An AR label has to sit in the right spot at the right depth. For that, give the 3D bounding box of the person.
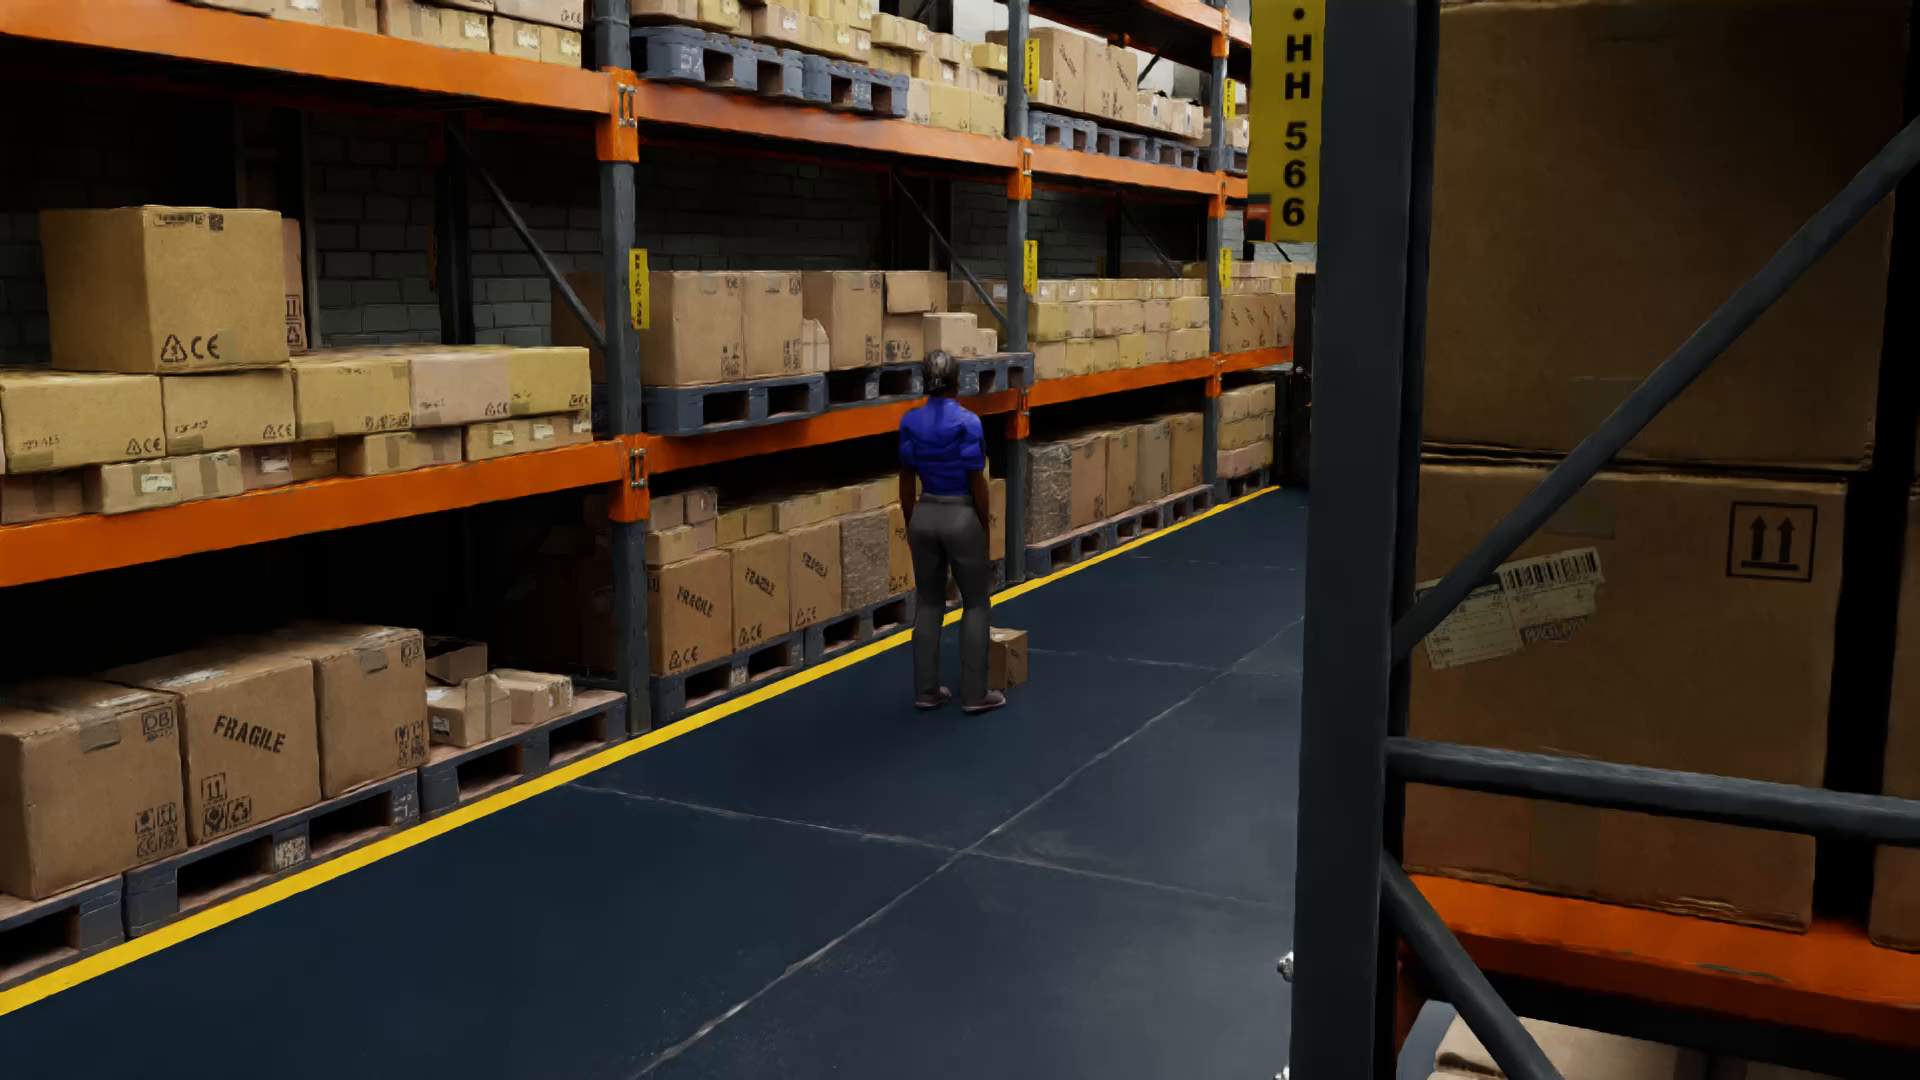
[{"bbox_3d":[-0.050,-0.043,7.655,0.469,1.658,0.355,5,10,27],"label":"person"}]
